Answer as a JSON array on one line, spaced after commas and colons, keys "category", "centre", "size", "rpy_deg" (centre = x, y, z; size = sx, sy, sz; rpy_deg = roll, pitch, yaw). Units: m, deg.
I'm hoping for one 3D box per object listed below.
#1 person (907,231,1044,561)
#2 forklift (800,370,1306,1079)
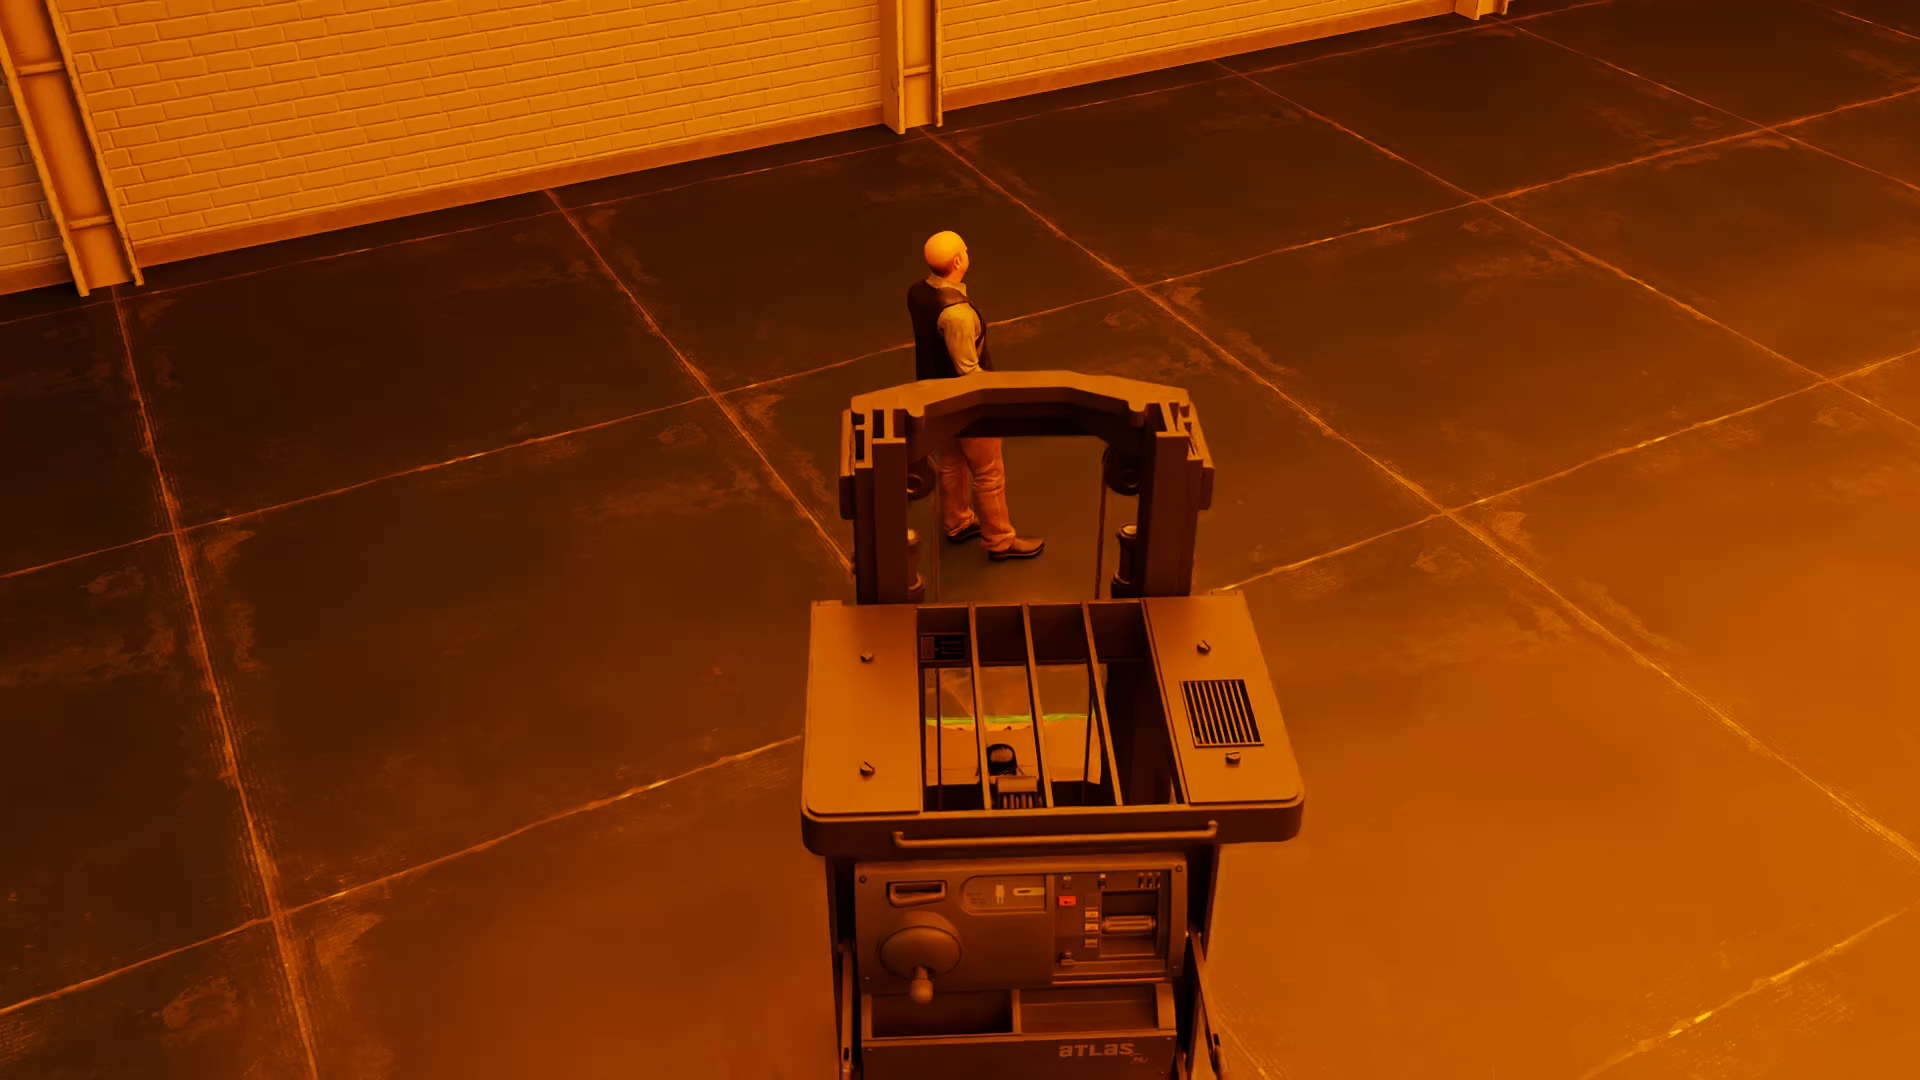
[{"category": "person", "centre": [0.058, -0.722, 8.179], "size": [0.568, 1.720, 0.632], "rpy_deg": [-17, 39, -23]}, {"category": "forklift", "centre": [0.184, 1.152, 4.494], "size": [1.130, 2.935, 3.031], "rpy_deg": [-1, 35, -2]}]
